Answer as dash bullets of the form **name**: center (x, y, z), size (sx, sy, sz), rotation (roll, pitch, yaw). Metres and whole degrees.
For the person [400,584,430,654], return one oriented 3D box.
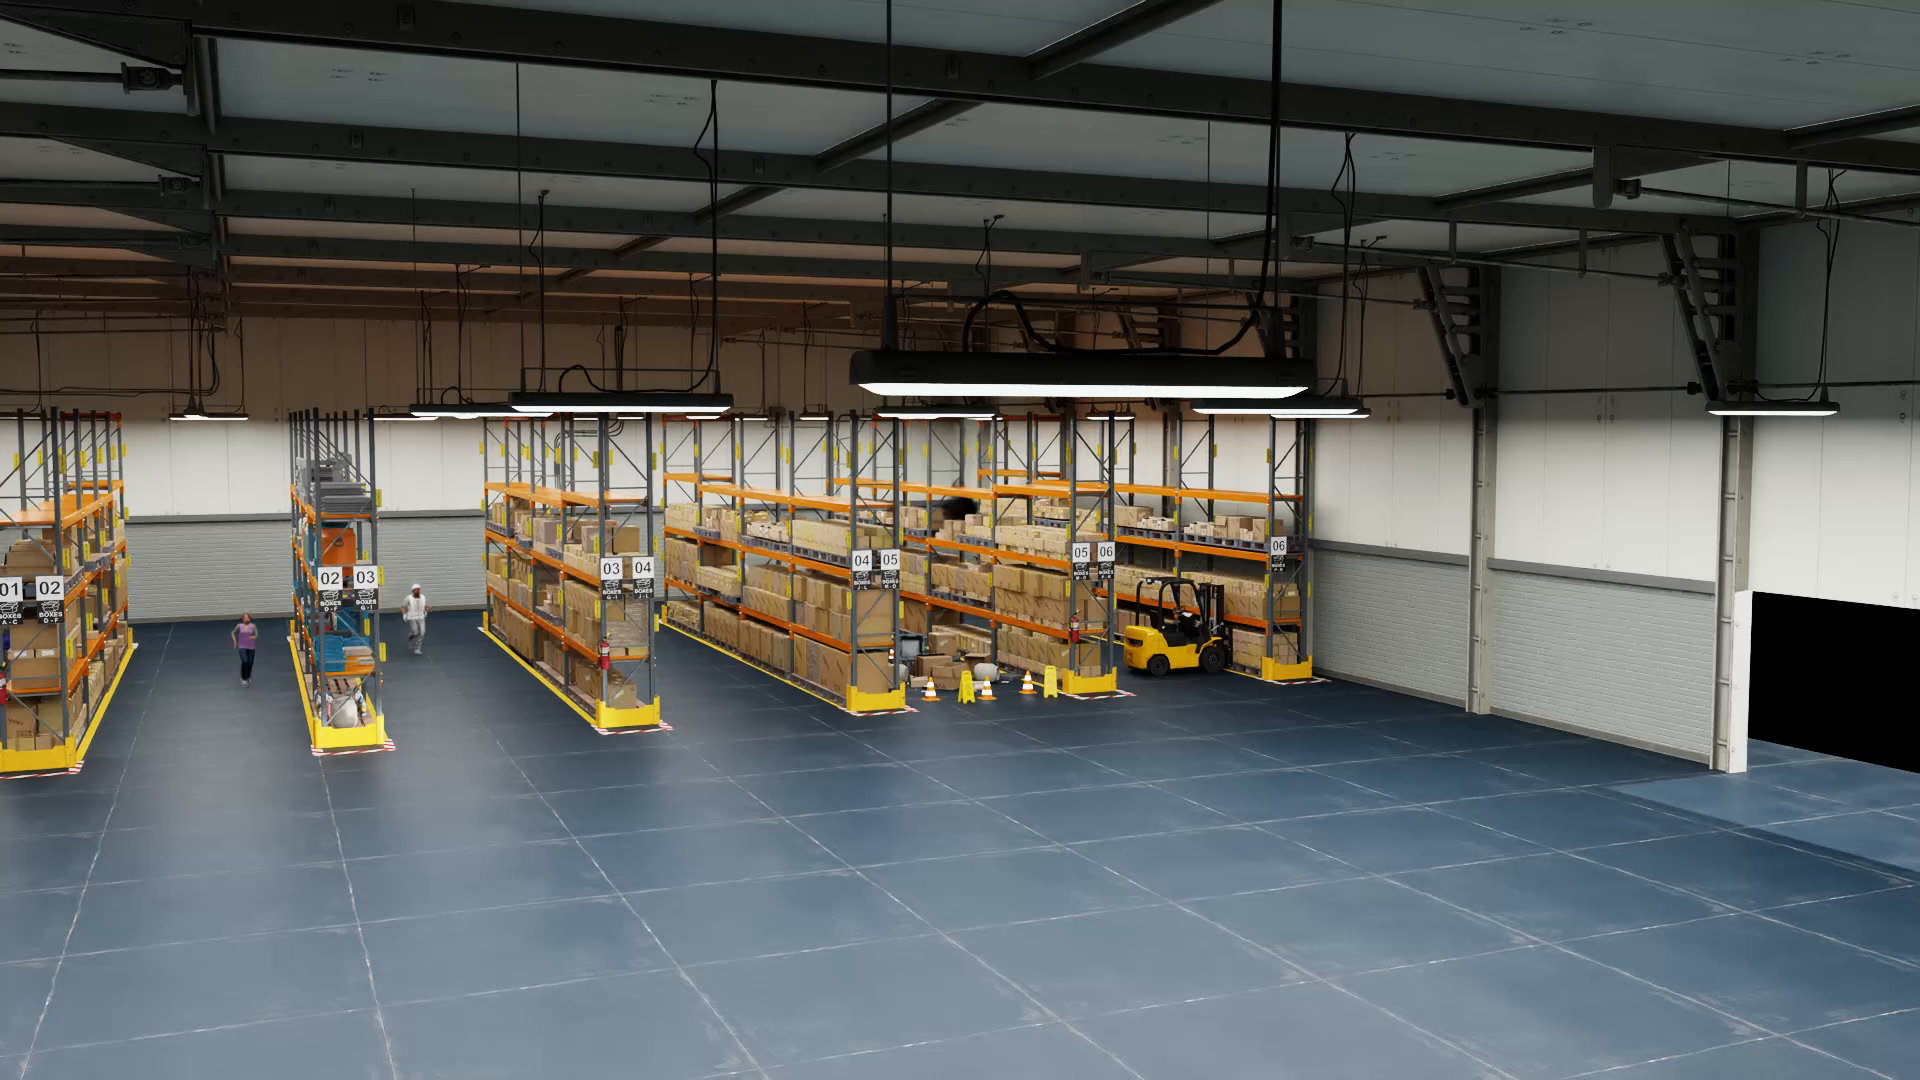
- **person**: center (-13.471, 1.966, 41.264), size (0.683, 1.738, 0.592), rotation (-3, 5, -37)

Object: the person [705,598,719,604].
- **person**: center (-7.447, 1.331, 49.665), size (0.984, 1.752, 0.689), rotation (-3, 5, -34)

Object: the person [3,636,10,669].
- **person**: center (-19.589, 2.552, 33.777), size (0.599, 1.686, 0.832), rotation (-2, 4, -23)

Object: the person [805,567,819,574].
- **person**: center (-4.575, 1.314, 51.082), size (0.986, 1.673, 0.729), rotation (0, 4, -5)

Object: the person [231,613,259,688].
- **person**: center (-15.519, 2.394, 36.158), size (0.503, 1.627, 0.694), rotation (-3, 5, -35)
